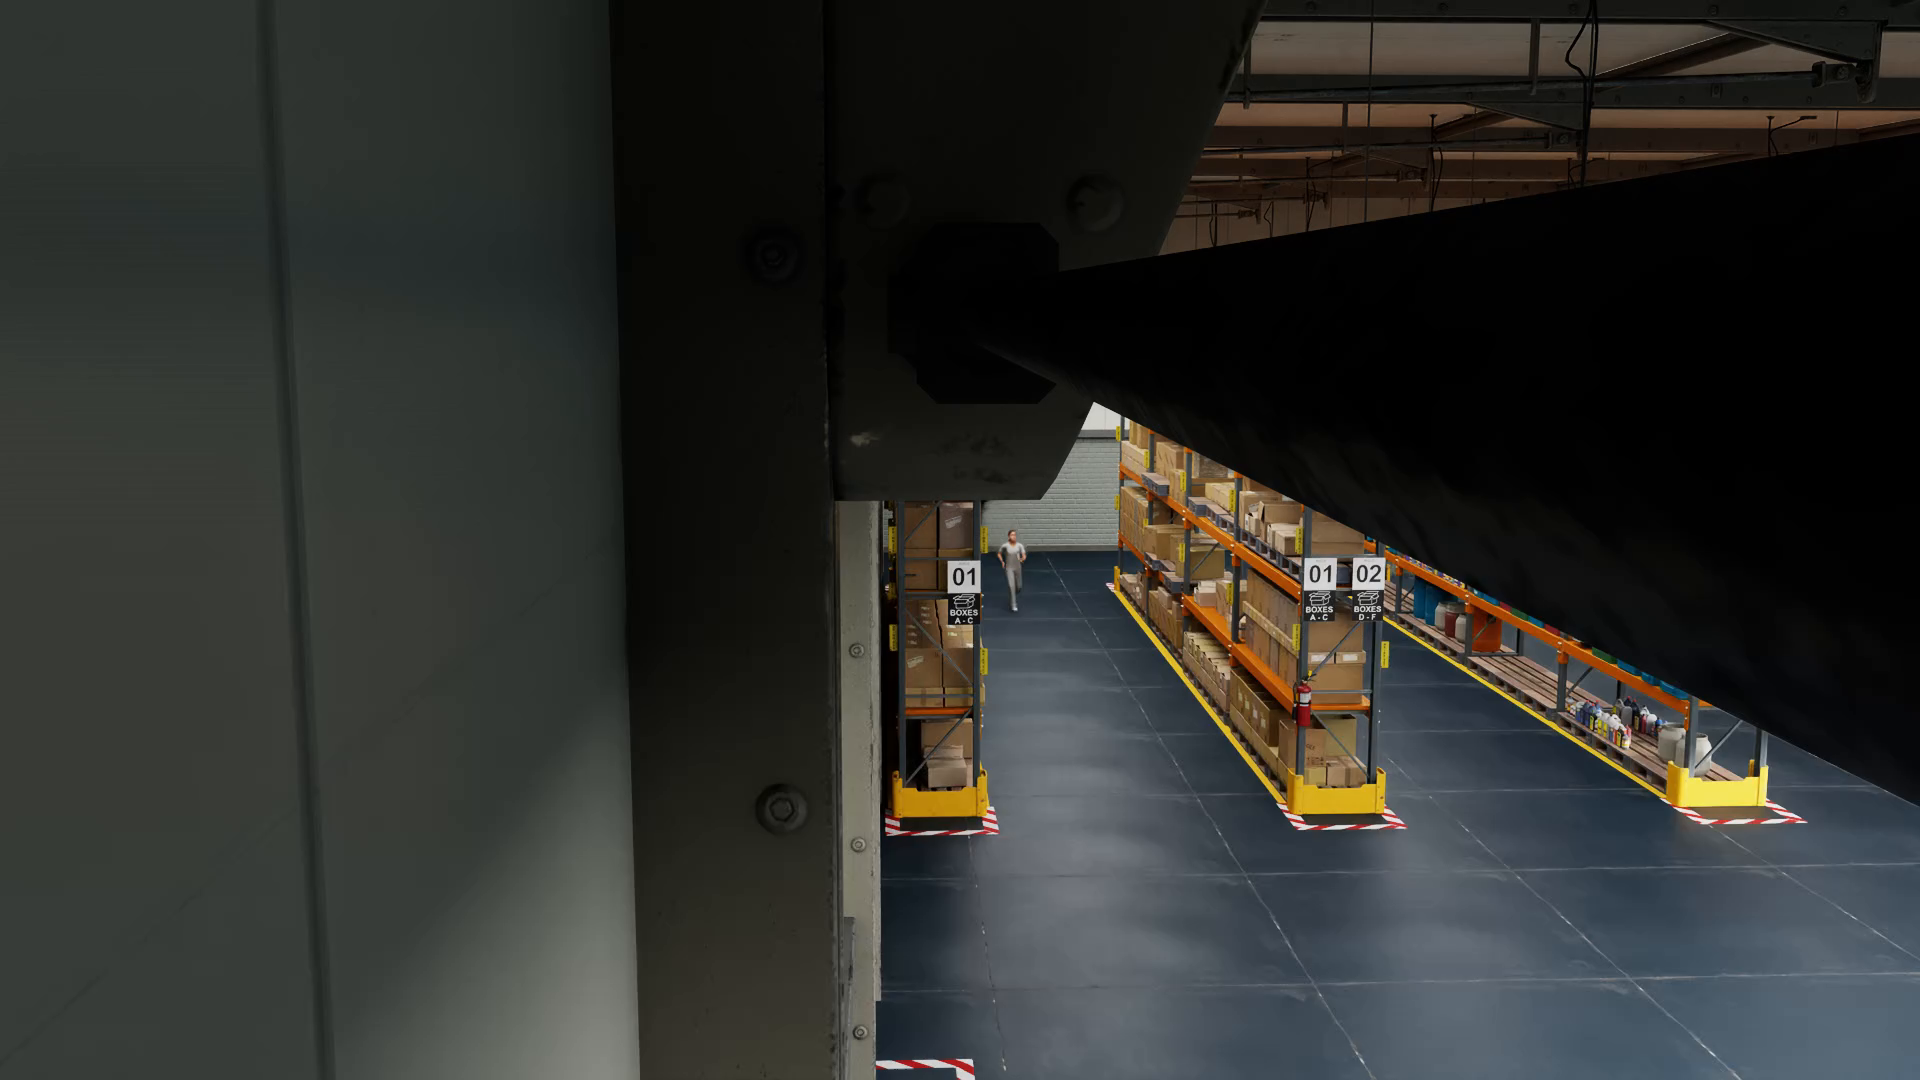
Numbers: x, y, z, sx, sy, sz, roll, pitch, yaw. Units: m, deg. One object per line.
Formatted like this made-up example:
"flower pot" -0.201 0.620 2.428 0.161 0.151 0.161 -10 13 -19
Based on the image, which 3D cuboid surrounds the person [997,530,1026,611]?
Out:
"person" 1.072 0.606 34.172 0.576 1.638 0.817 -2 8 -10
